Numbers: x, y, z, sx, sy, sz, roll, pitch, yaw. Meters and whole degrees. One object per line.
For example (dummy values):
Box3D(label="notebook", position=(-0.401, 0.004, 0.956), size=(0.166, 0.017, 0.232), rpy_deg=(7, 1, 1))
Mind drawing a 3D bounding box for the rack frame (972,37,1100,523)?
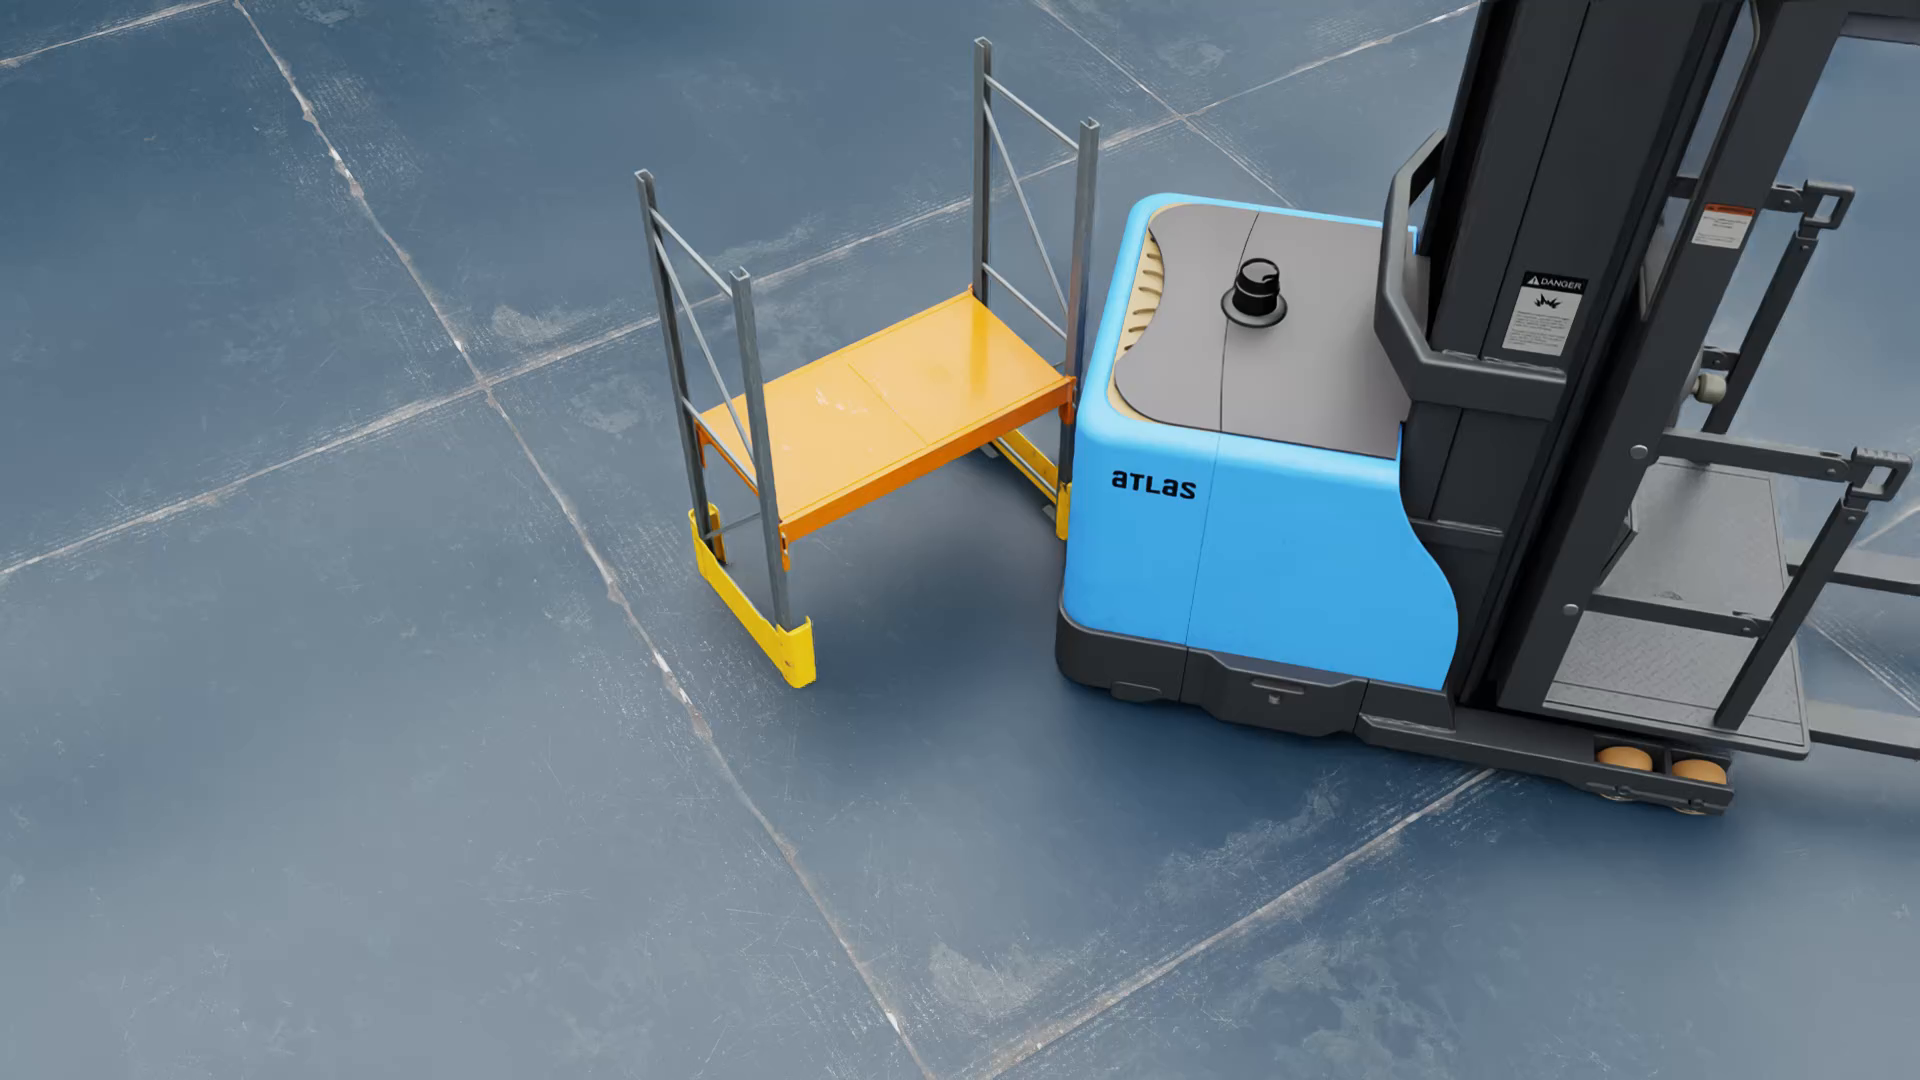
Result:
Box3D(label="rack frame", position=(0.194, -0.687, 4.858), size=(0.032, 1.500, 0.500), rpy_deg=(-28, 54, -23))

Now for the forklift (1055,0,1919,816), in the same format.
Box3D(label="forklift", position=(1.849, -0.659, 3.874), size=(3.031, 2.935, 1.130), rpy_deg=(10, 49, 9))

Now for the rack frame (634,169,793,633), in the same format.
Box3D(label="rack frame", position=(-0.634, -0.246, 4.465), size=(0.032, 1.500, 0.500), rpy_deg=(-28, 54, -23))

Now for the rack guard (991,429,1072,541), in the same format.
Box3D(label="rack guard", position=(0.193, -0.271, 5.324), size=(0.087, 0.250, 0.587), rpy_deg=(-28, 54, -23))

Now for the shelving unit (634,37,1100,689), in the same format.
Box3D(label="shelving unit", position=(-0.212, -0.471, 4.665), size=(1.083, 1.500, 0.587), rpy_deg=(-28, 54, -23))

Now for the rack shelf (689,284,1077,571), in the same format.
Box3D(label="rack shelf", position=(-0.220, -0.347, 4.796), size=(1.000, 0.185, 0.538), rpy_deg=(-28, 54, -23))

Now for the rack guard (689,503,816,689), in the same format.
Box3D(label="rack guard", position=(-0.618, 0.161, 4.939), size=(0.087, 0.250, 0.587), rpy_deg=(-28, 54, -23))
